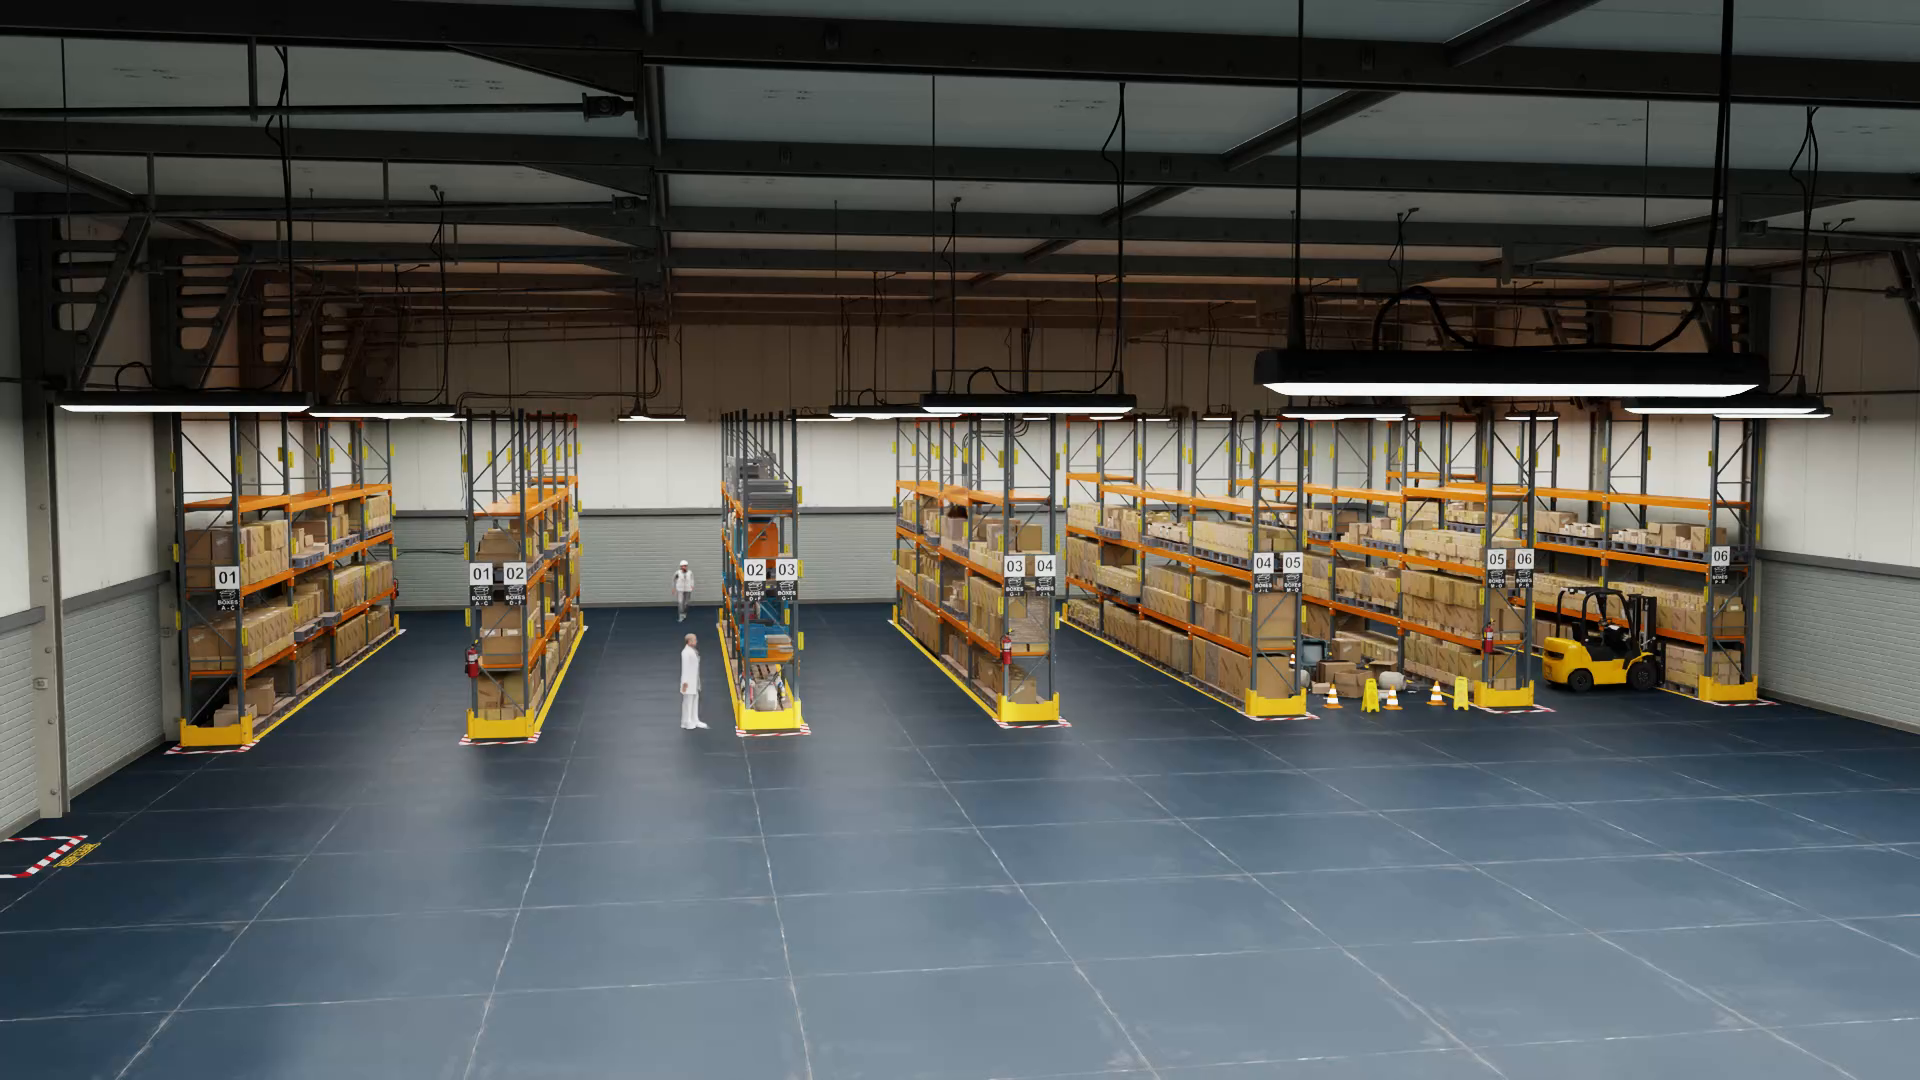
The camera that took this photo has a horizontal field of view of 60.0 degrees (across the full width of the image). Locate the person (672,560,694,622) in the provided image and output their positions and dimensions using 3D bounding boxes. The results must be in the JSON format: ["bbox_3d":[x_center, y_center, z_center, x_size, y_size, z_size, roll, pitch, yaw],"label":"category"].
[{"bbox_3d":[-8.094,1.493,48.584,0.647,1.798,0.883,-1,4,-13],"label":"person"}]

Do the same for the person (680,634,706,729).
[{"bbox_3d":[-5.043,2.650,31.239,0.424,1.792,0.681,1,4,8],"label":"person"}]

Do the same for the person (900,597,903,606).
[{"bbox_3d":[-1.366,1.260,51.445,1.067,1.743,0.647,1,4,11],"label":"person"}]
